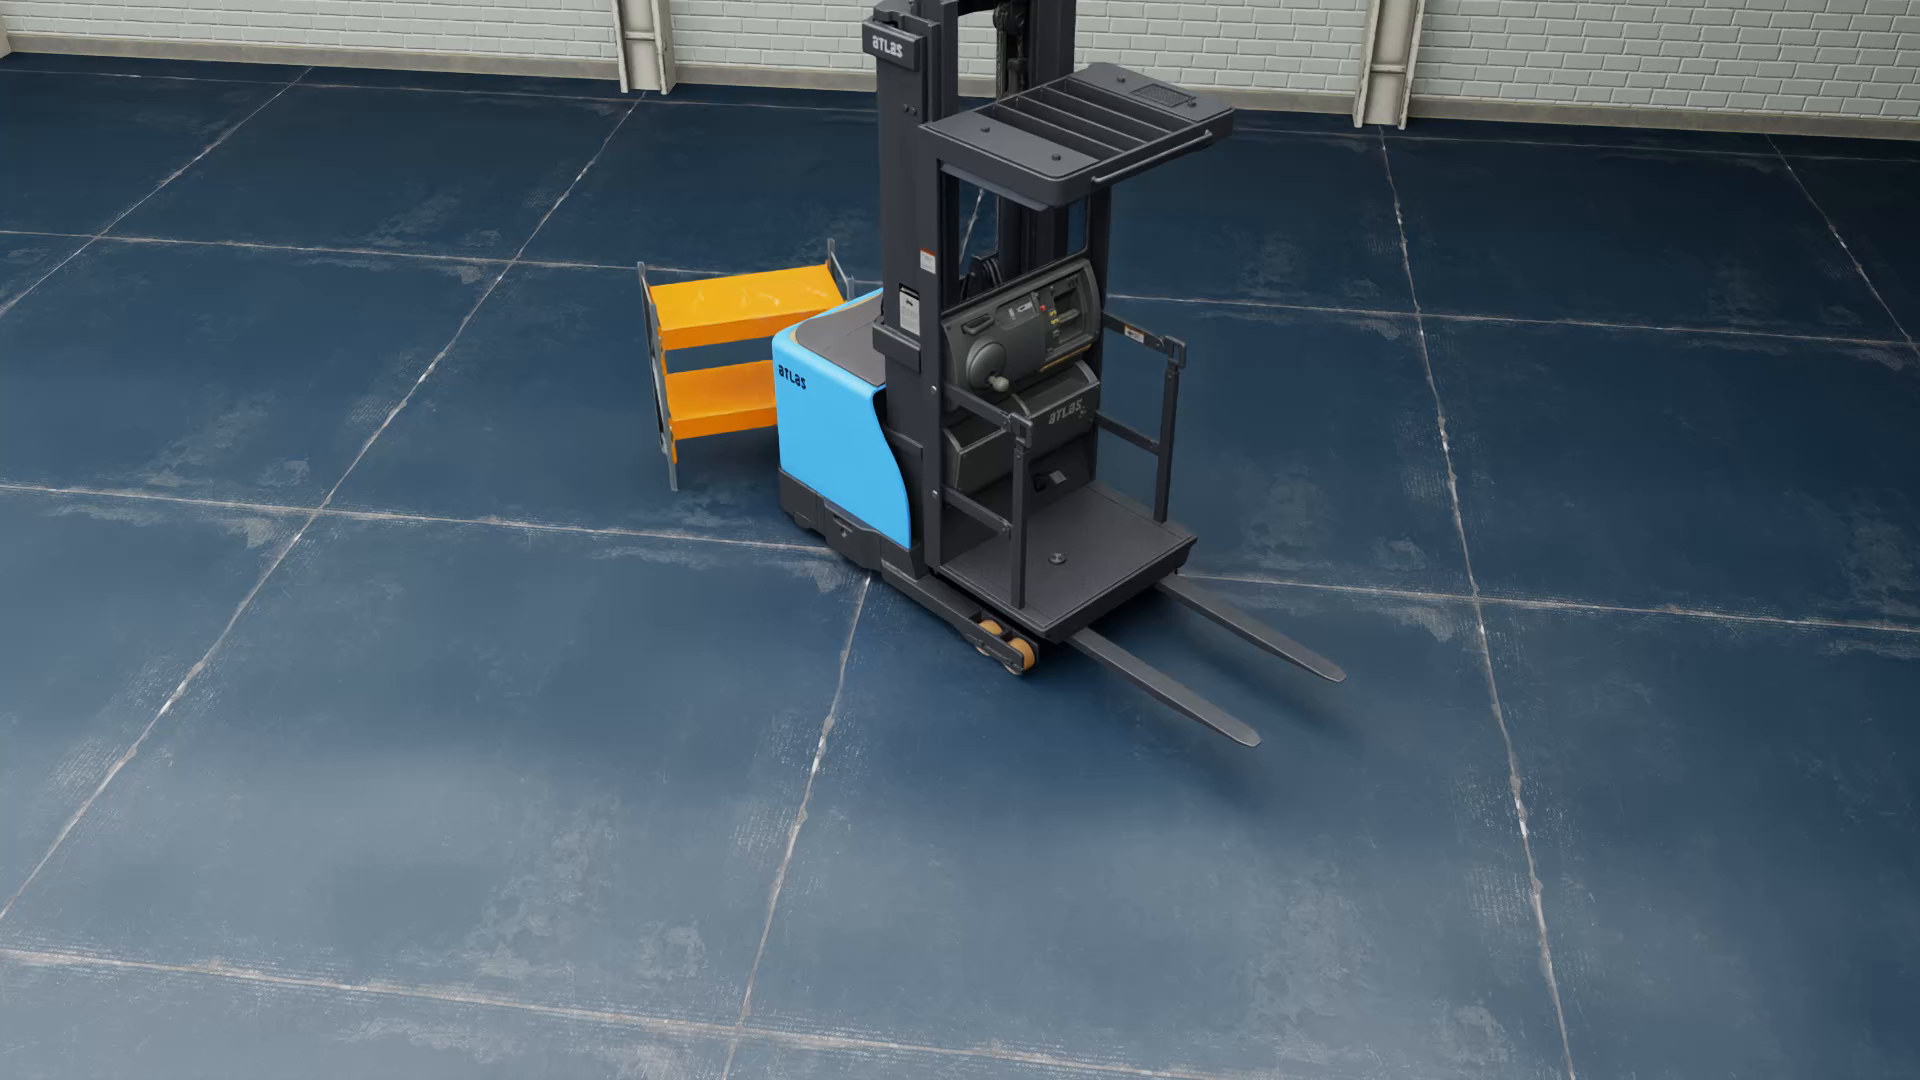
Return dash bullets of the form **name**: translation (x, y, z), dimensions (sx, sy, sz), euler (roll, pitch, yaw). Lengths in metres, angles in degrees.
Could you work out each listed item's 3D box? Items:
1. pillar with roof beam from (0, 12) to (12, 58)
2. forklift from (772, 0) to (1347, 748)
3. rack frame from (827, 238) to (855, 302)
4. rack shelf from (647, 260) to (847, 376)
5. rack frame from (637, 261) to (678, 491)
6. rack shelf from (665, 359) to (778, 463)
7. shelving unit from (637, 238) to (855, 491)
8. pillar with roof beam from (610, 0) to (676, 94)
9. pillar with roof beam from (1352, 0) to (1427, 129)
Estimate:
- **pillar with roof beam**: translation (-9.101, -5.423, 8.459), dimensions (0.400, 9.000, 9.100), euler (4, 36, 6)
- **forklift**: translation (0.435, -0.908, 7.356), dimensions (1.130, 2.935, 3.031), euler (-29, 45, -34)
- **rack frame**: translation (-0.630, -1.026, 9.076), dimensions (0.032, 1.125, 0.500), euler (-10, 37, -13)
- **rack shelf**: translation (-1.118, -1.182, 8.791), dimensions (1.000, 0.278, 0.538), euler (-10, 37, -13)
- **rack frame**: translation (-1.607, -0.862, 8.847), dimensions (0.032, 1.125, 0.500), euler (-10, 37, -13)
- **rack shelf**: translation (-1.118, -0.745, 9.104), dimensions (1.000, 0.278, 0.538), euler (-10, 37, -13)
- **shelving unit**: translation (-1.118, -0.944, 8.961), dimensions (1.048, 1.125, 0.538), euler (-10, 37, -13)
- **pillar with roof beam**: translation (-3.150, -4.979, 7.837), dimensions (0.400, 9.000, 9.100), euler (4, 36, 6)
- **pillar with roof beam**: translation (2.802, -4.535, 7.215), dimensions (0.400, 9.000, 9.100), euler (4, 36, 6)
